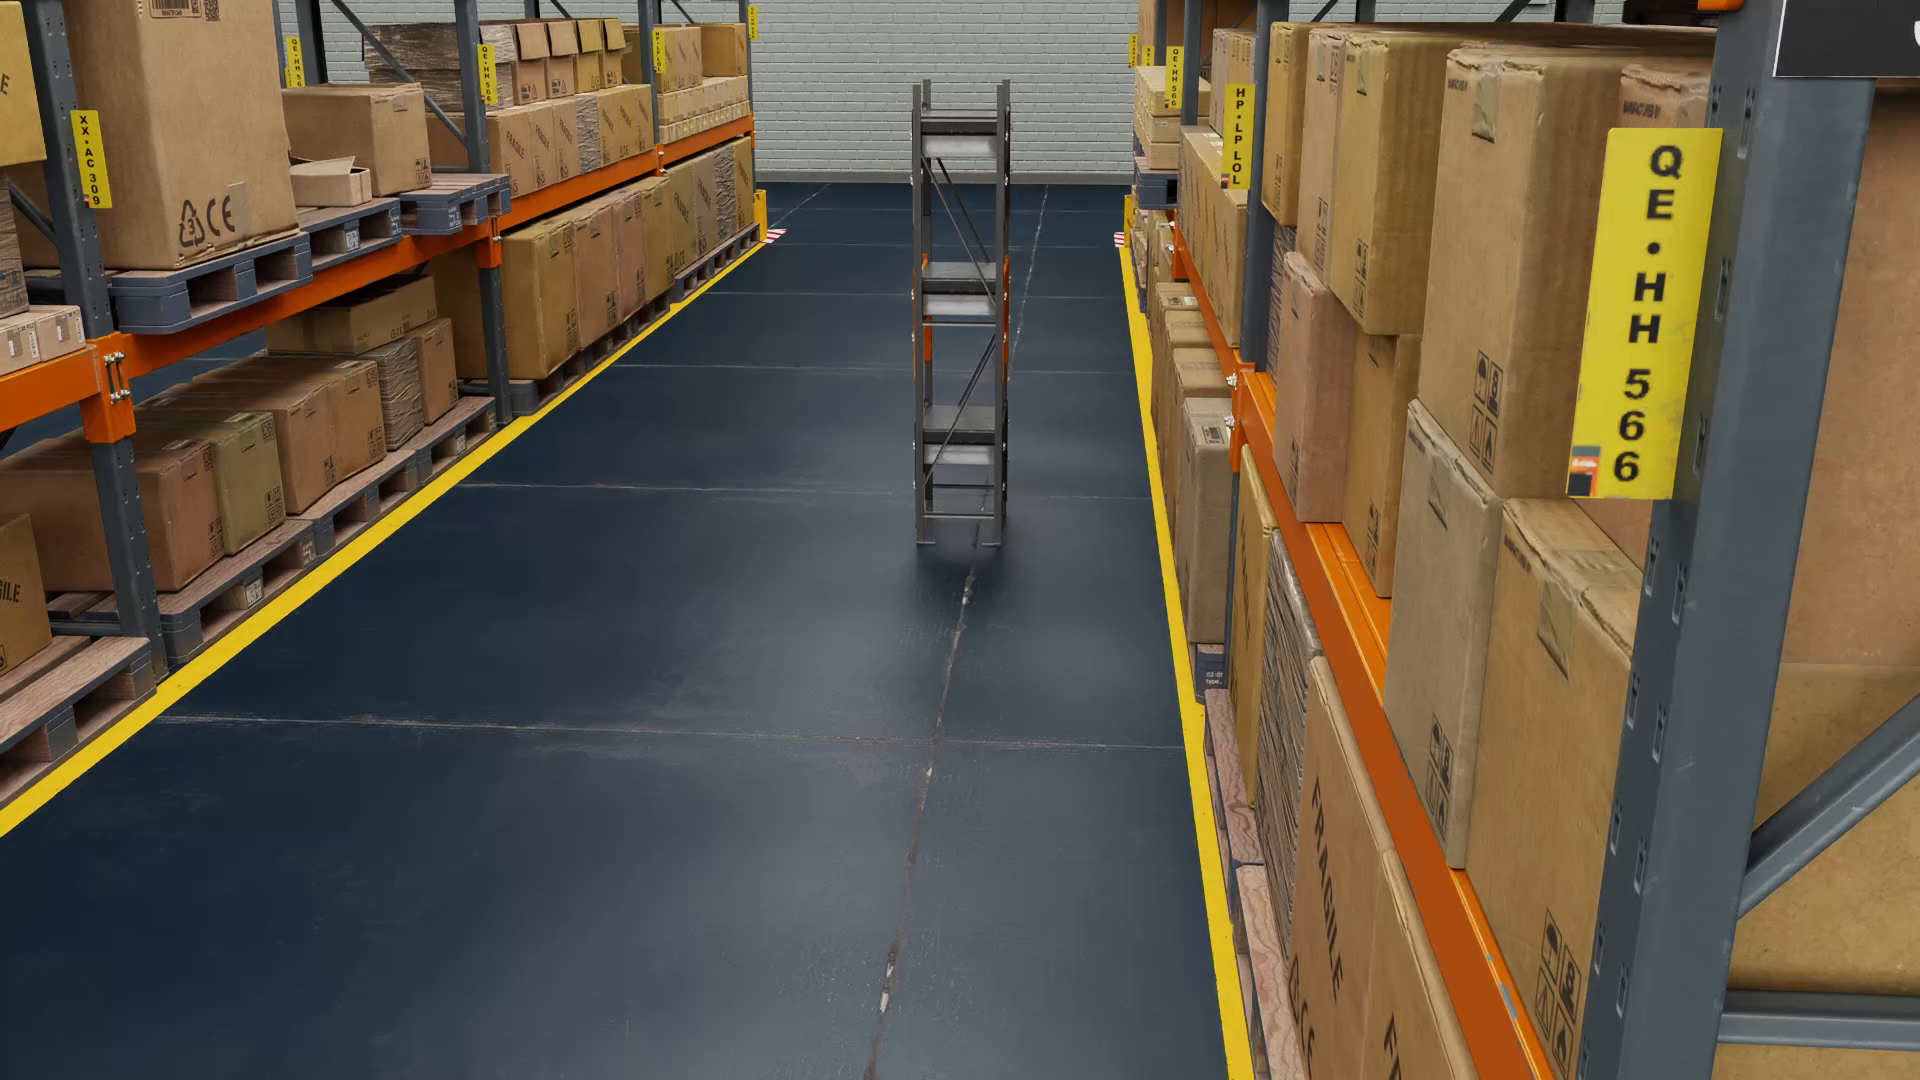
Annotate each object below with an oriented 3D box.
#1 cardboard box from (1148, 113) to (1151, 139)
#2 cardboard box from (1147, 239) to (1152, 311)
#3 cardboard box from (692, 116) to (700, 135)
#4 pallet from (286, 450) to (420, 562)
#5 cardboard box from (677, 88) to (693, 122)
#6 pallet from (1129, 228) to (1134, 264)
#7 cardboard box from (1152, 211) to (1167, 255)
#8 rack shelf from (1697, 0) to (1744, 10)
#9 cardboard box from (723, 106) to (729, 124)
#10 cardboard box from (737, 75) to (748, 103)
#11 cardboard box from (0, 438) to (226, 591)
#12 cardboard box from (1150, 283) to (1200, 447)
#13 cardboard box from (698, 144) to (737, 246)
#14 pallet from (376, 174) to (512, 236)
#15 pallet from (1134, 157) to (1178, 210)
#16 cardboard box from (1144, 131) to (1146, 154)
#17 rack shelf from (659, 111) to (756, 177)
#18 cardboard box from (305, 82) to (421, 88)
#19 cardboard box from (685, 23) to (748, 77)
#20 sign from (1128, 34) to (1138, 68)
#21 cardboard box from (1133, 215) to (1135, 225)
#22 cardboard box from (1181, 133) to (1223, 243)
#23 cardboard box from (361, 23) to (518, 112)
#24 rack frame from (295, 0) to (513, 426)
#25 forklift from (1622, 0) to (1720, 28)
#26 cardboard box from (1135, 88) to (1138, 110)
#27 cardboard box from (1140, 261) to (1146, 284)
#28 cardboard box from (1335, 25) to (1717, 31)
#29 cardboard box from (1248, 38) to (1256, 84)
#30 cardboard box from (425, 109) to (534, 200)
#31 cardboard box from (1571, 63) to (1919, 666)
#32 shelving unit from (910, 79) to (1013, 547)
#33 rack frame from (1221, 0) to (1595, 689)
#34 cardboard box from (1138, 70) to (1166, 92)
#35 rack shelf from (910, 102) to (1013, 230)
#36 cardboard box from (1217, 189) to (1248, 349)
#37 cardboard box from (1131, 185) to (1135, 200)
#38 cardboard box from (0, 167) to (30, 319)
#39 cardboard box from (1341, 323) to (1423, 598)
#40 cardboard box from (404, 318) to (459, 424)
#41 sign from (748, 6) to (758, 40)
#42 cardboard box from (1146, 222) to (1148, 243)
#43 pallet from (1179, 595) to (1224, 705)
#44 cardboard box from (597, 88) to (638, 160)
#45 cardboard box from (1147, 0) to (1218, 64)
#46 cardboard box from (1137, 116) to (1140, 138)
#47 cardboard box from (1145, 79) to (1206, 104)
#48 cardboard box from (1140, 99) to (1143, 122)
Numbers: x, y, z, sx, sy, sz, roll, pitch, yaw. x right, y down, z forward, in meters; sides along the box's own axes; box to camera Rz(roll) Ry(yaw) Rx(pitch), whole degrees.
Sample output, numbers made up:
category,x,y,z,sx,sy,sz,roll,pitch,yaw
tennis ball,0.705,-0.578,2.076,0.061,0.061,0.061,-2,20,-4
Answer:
category,x,y,z,sx,sy,sz,roll,pitch,yaw
cardboard box,1.312,-2.466,9.884,0.380,0.149,0.250,2,18,6
cardboard box,1.682,-2.029,12.637,0.500,0.500,0.500,2,18,6
cardboard box,-2.515,-3.672,14.716,0.380,0.149,0.250,1,18,3
pallet,-3.374,-0.195,8.178,1.003,0.211,1.213,1,18,4
cardboard box,-2.605,-3.747,14.305,0.500,0.250,0.500,1,18,4
pallet,2.188,-2.883,16.381,1.003,0.211,1.213,1,18,4
cardboard box,1.648,-2.220,12.015,0.500,0.250,0.500,2,18,5
rack shelf,1.283,-1.218,3.162,1.077,0.370,4.000,1,18,4
cardboard box,-2.422,-4.070,15.931,0.380,0.149,0.250,1,18,3
cardboard box,-2.423,-4.539,16.720,0.500,0.250,0.500,1,18,3
cardboard box,-3.448,-0.109,6.747,0.700,0.500,0.500,0,18,0
cardboard box,1.580,-0.942,8.918,1.050,0.750,0.750,1,18,3
cardboard box,-2.685,-3.332,16.011,0.875,0.875,0.875,1,18,4
pallet,-3.172,-1.825,8.985,1.213,0.211,1.003,1,18,4
pallet,1.658,-2.131,9.916,1.213,0.211,1.003,1,18,4
cardboard box,1.349,-2.476,10.392,0.380,0.149,0.250,1,18,3
rack shelf,-2.797,-3.662,15.437,1.077,0.370,4.000,1,18,4
cardboard box,-3.226,-2.219,9.042,0.500,0.500,0.500,-1,18,-3
cardboard box,-2.426,-4.894,16.601,0.500,0.500,0.500,2,18,5
sign,1.745,-4.906,16.689,0.100,0.325,0.005,1,18,4
cardboard box,1.930,-3.172,16.690,0.380,0.149,0.250,2,18,5
cardboard box,1.378,-1.754,8.299,0.500,0.500,0.500,1,18,3
cardboard box,-3.158,-2.891,10.158,0.797,0.503,0.637,2,18,6
rack frame,-3.227,-2.140,9.638,1.000,3.000,0.127,1,18,4
forklift,3.956,-1.732,8.501,1.130,2.935,3.031,0,18,0
cardboard box,1.496,-3.269,12.335,0.380,0.149,0.250,1,18,3
cardboard box,1.688,-2.215,13.769,0.380,0.149,0.250,2,18,5
cardboard box,1.442,-1.053,4.344,0.875,0.550,0.550,1,18,4
cardboard box,1.528,-1.750,6.679,0.700,0.500,0.500,1,18,4
cardboard box,-2.921,-2.333,10.064,0.500,0.500,0.500,2,18,6
cardboard box,1.205,-0.212,1.779,0.875,0.550,0.550,1,18,4
shelving unit,0.012,-1.049,7.753,0.431,2.100,0.503,1,18,4
rack frame,1.426,-0.756,5.413,1.000,3.000,0.127,1,18,4
cardboard box,1.458,-3.248,11.790,0.380,0.149,0.250,1,18,3
rack shelf,0.012,-1.701,7.539,0.431,0.518,0.480,1,18,4
cardboard box,1.197,-0.971,5.910,0.500,0.500,0.500,1,18,4
cardboard box,1.910,-3.455,16.599,0.380,0.149,0.250,0,18,1
cardboard box,-3.608,-0.948,5.362,0.875,0.500,0.500,1,18,4
cardboard box,1.301,-0.209,3.503,0.875,0.550,0.500,1,18,4
cardboard box,-3.255,-0.953,9.322,0.700,0.500,0.500,0,18,1
sign,-2.113,-5.271,16.953,0.100,0.325,0.005,1,18,4
cardboard box,1.744,-2.565,13.881,0.380,0.149,0.250,2,18,5
pallet,1.406,0.328,6.583,1.003,0.211,1.213,1,18,4
cardboard box,-2.744,-3.125,12.483,0.500,0.500,0.500,2,18,6
cardboard box,1.764,-4.057,13.242,0.500,0.500,0.500,1,18,2
cardboard box,1.440,-2.888,11.648,0.380,0.149,0.250,0,18,1
cardboard box,1.369,-2.841,10.548,0.380,0.149,0.250,1,18,4
cardboard box,1.403,-2.864,11.098,0.380,0.149,0.250,1,18,3
